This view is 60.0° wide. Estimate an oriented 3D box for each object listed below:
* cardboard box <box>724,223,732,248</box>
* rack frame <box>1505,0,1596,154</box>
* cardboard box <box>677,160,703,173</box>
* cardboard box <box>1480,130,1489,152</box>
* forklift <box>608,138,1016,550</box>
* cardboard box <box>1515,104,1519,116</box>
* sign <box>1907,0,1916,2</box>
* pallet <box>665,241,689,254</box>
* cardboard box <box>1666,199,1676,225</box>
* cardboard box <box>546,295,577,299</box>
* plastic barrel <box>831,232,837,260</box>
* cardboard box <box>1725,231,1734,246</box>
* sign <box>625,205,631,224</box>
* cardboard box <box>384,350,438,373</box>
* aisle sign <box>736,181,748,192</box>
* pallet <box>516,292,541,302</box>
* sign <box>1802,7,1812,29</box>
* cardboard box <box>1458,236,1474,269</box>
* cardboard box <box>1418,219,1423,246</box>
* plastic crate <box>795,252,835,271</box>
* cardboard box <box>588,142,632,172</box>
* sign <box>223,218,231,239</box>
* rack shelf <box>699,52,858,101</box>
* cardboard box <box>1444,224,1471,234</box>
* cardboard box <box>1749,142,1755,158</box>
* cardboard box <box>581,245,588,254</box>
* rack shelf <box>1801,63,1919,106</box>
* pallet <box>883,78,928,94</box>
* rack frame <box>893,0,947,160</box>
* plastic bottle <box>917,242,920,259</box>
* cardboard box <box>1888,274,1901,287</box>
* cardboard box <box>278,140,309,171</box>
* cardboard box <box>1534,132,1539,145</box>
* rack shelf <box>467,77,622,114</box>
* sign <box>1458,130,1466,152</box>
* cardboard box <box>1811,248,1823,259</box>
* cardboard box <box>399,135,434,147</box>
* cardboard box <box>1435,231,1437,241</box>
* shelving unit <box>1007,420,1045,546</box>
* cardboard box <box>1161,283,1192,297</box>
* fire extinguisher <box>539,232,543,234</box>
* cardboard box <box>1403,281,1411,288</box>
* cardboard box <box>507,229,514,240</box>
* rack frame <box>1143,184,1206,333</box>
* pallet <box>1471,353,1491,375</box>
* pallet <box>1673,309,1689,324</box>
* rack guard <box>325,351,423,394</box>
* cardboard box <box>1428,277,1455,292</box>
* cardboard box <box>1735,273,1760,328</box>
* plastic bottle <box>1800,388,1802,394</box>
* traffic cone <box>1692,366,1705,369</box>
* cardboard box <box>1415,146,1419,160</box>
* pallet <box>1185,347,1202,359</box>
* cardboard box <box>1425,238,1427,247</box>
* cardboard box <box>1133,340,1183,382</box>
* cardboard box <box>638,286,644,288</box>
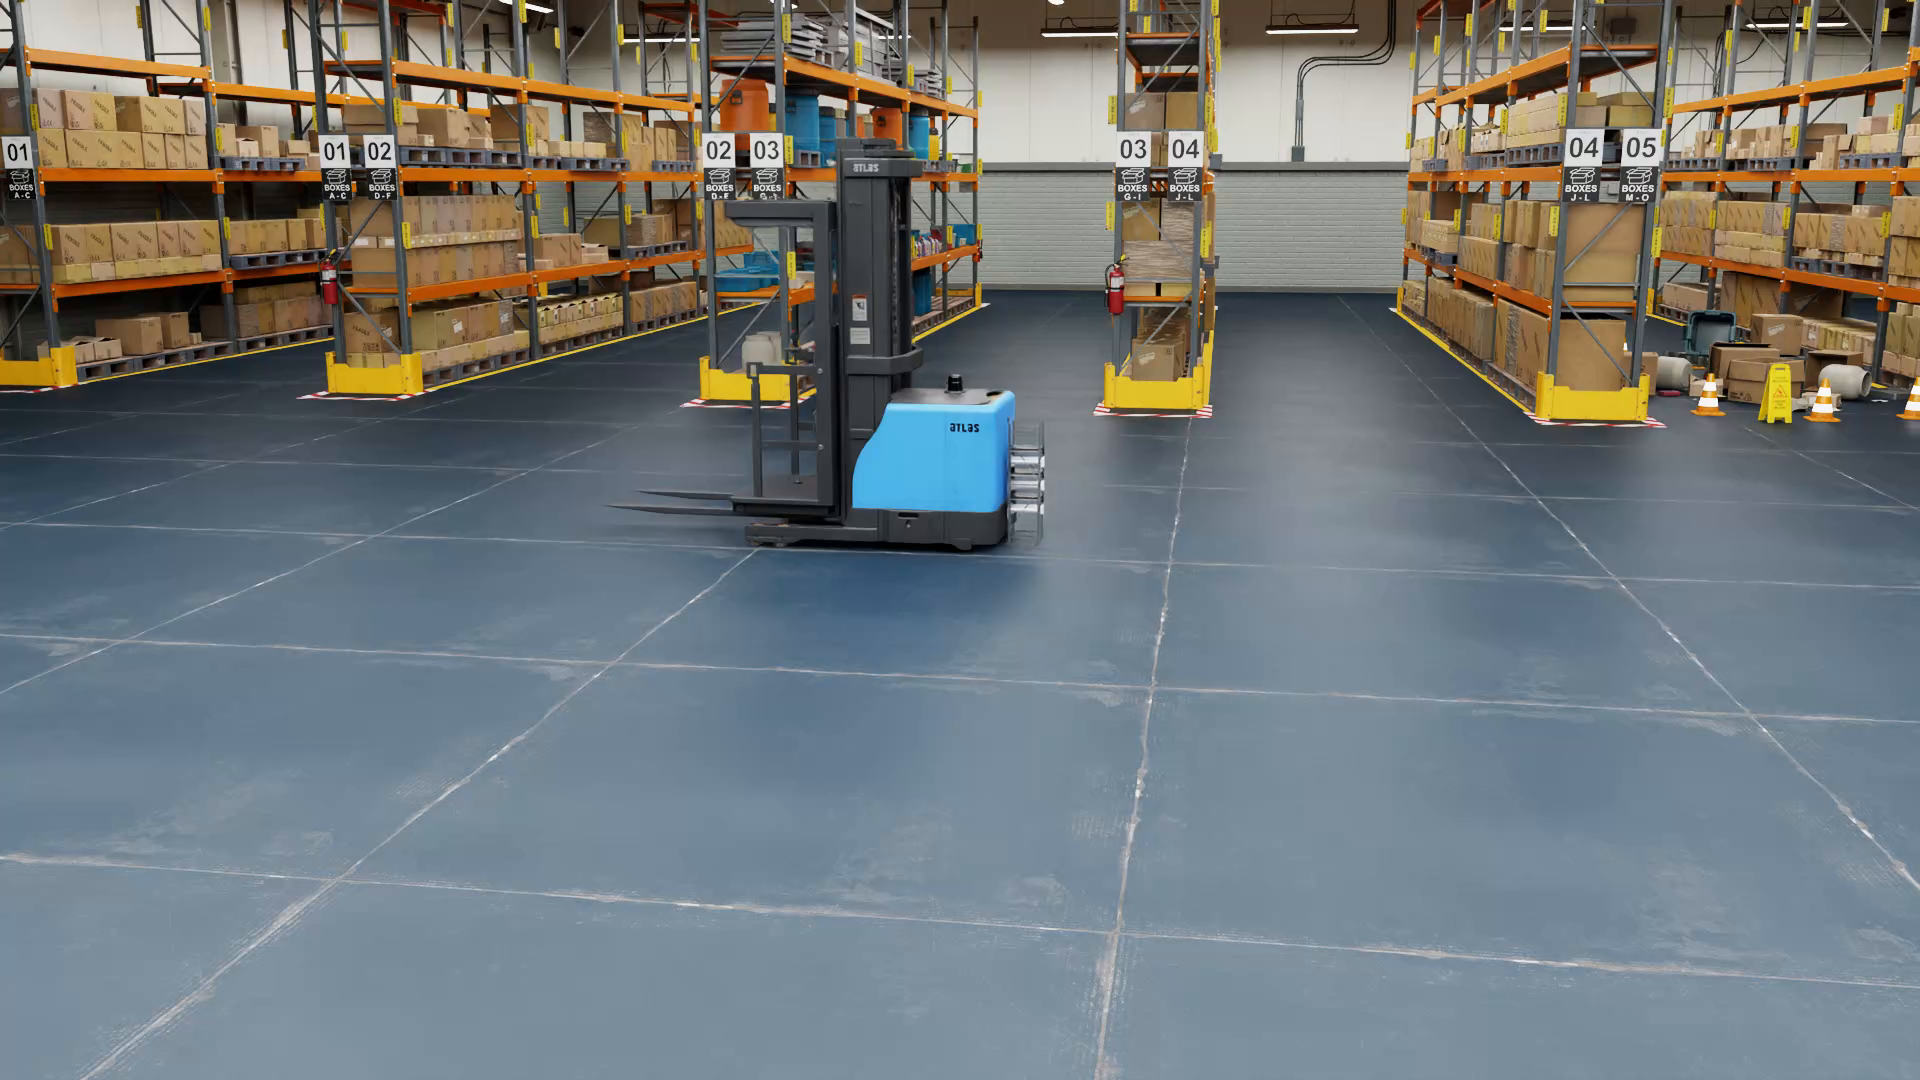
[{"bbox_3d":[-5.055,-6.332,34.518,0.500,0.500,0.500,2,12,8],"label":"cardboard box"},{"bbox_3d":[7.808,-6.633,21.912,1.000,3.000,0.127,2,12,9],"label":"rack frame"},{"bbox_3d":[-5.315,-7.355,32.740,0.500,0.250,0.500,2,12,9],"label":"cardboard box"},{"bbox_3d":[7.939,-5.855,24.400,0.500,0.311,0.500,2,12,8],"label":"cardboard box"},{"bbox_3d":[-1.134,-1.488,12.443,3.031,2.935,1.130,2,12,10],"label":"forklift"},{"bbox_3d":[7.339,-5.517,21.324,0.380,0.149,0.250,2,12,8],"label":"cardboard box"},{"bbox_3d":[12.166,-7.044,21.228,0.100,0.325,0.005,2,12,9],"label":"sign"},{"bbox_3d":[-5.865,-5.613,31.872,1.003,0.211,1.213,2,12,9],"label":"pallet"},{"bbox_3d":[14.133,-6.398,32.451,0.500,0.500,0.500,2,12,7],"label":"cardboard box"},{"bbox_3d":[-6.693,-3.963,27.960,0.500,0.311,0.500,2,12,7],"label":"cardboard box"},{"bbox_3d":[-1.612,-4.358,24.406,0.600,0.901,0.708,2,12,9],"label":"plastic barrel"},{"bbox_3d":[13.547,-5.206,28.697,0.500,0.250,0.500,2,12,10],"label":"cardboard box"},{"bbox_3d":[-5.701,-5.585,28.541,0.100,0.325,0.005,2,12,9],"label":"sign"},{"bbox_3d":[-7.178,-2.337,21.746,0.500,0.250,0.500,2,12,9],"label":"cardboard box"},{"bbox_3d":[-4.706,-7.977,36.217,0.394,0.787,0.004,2,12,9],"label":"aisle sign"},{"bbox_3d":[-9.960,-5.329,36.722,1.003,0.211,1.213,2,12,9],"label":"pallet"},{"bbox_3d":[12.781,-7.878,25.094,0.100,0.325,0.005,2,12,9],"label":"sign"},{"bbox_3d":[8.088,-4.497,26.004,0.500,0.500,0.500,2,12,9],"label":"cardboard box"},{"bbox_3d":[8.915,-5.778,31.240,0.500,0.500,0.500,2,12,7],"label":"cardboard box"},{"bbox_3d":[-2.177,-3.907,23.652,0.767,0.338,0.504,2,12,9],"label":"plastic crate"},{"bbox_3d":[-6.216,-6.644,28.844,0.910,0.500,0.500,2,12,9],"label":"cardboard box"},{"bbox_3d":[-11.223,-4.771,25.456,0.100,0.325,0.005,2,12,9],"label":"sign"},{"bbox_3d":[-2.279,-6.012,21.686,1.077,0.370,4.000,2,12,9],"label":"rack shelf"},{"bbox_3d":[8.046,-5.023,26.869,0.380,0.149,0.250,1,12,6],"label":"cardboard box"},{"bbox_3d":[13.319,-6.463,27.566,0.396,0.266,0.258,3,13,13],"label":"cardboard box"},{"bbox_3d":[-6.579,-4.813,27.918,0.500,0.311,0.500,2,12,8],"label":"cardboard box"},{"bbox_3d":[13.023,-6.363,23.315,1.077,0.370,4.000,2,12,9],"label":"rack shelf"},{"bbox_3d":[-1.215,-7.669,28.117,1.213,0.211,1.003,2,12,9],"label":"pallet"},{"bbox_3d":[-0.741,-8.641,31.227,1.000,3.000,0.127,2,12,9],"label":"rack frame"},{"bbox_3d":[-0.747,-5.137,29.486,0.061,0.283,0.133,2,12,9],"label":"plastic bottle"},{"bbox_3d":[12.350,-3.383,21.667,0.380,0.149,0.250,2,12,8],"label":"cardboard box"},{"bbox_3d":[-11.436,-6.456,27.918,0.797,0.503,0.637,4,13,17],"label":"cardboard box"},{"bbox_3d":[7.105,-4.810,19.935,0.380,0.149,0.250,2,12,9],"label":"cardboard box"},{"bbox_3d":[-6.557,-7.006,26.298,1.077,0.370,4.000,2,12,9],"label":"rack shelf"},{"bbox_3d":[7.888,-6.270,26.120,0.100,0.325,0.005,2,12,9],"label":"sign"},{"bbox_3d":[12.870,-4.245,24.669,0.380,0.149,0.250,2,12,9],"label":"cardboard box"},{"bbox_3d":[-7.125,-5.228,21.778,0.380,0.149,0.250,2,12,9],"label":"cardboard box"},{"bbox_3d":[8.246,-5.147,28.150,0.380,0.149,0.250,2,12,10],"label":"cardboard box"},{"bbox_3d":[0.489,-0.423,12.319,0.258,0.900,0.210,2,12,9],"label":"shelving unit"},{"bbox_3d":[2.587,-2.978,19.789,0.380,0.149,0.250,2,12,9],"label":"cardboard box"},{"bbox_3d":[-9.435,-6.658,37.336,0.296,0.674,0.183,2,12,9],"label":"fire extinguisher"},{"bbox_3d":[9.238,-5.203,33.873,0.380,0.149,0.250,1,12,6],"label":"cardboard box"},{"bbox_3d":[-6.735,-4.455,24.268,0.380,0.149,0.250,2,12,7],"label":"cardboard box"},{"bbox_3d":[3.538,-4.715,27.251,1.000,3.000,0.127,2,12,9],"label":"rack frame"},{"bbox_3d":[7.853,-2.500,23.594,1.003,0.211,1.213,2,12,9],"label":"pallet"},{"bbox_3d":[14.325,-4.274,31.823,1.003,0.211,1.213,2,12,9],"label":"pallet"},{"bbox_3d":[-7.484,-2.144,21.256,1.175,0.500,0.348,2,12,9],"label":"rack guard"},{"bbox_3d":[8.664,-4.570,29.737,0.500,0.250,0.500,1,12,6],"label":"cardboard box"},{"bbox_3d":[13.798,-4.073,28.319,0.875,0.875,0.875,2,12,10],"label":"cardboard box"},{"bbox_3d":[10.664,-1.917,21.242,0.133,0.061,0.283,4,13,18],"label":"plastic bottle"},{"bbox_3d":[10.579,-2.717,24.003,0.336,0.463,0.334,2,12,9],"label":"traffic cone"},{"bbox_3d":[9.161,-7.539,32.406,0.500,0.250,0.500,2,12,9],"label":"cardboard box"},{"bbox_3d":[3.041,-2.681,24.433,1.003,0.211,1.213,2,12,9],"label":"pallet"},{"bbox_3d":[8.445,-5.271,29.432,0.380,0.149,0.250,2,12,9],"label":"cardboard box"},{"bbox_3d":[2.420,-2.162,20.343,0.500,0.500,0.500,4,13,19],"label":"cardboard box"},{"bbox_3d":[-6.183,-4.449,30.907,0.500,0.500,0.500,1,12,7],"label":"cardboard box"}]
